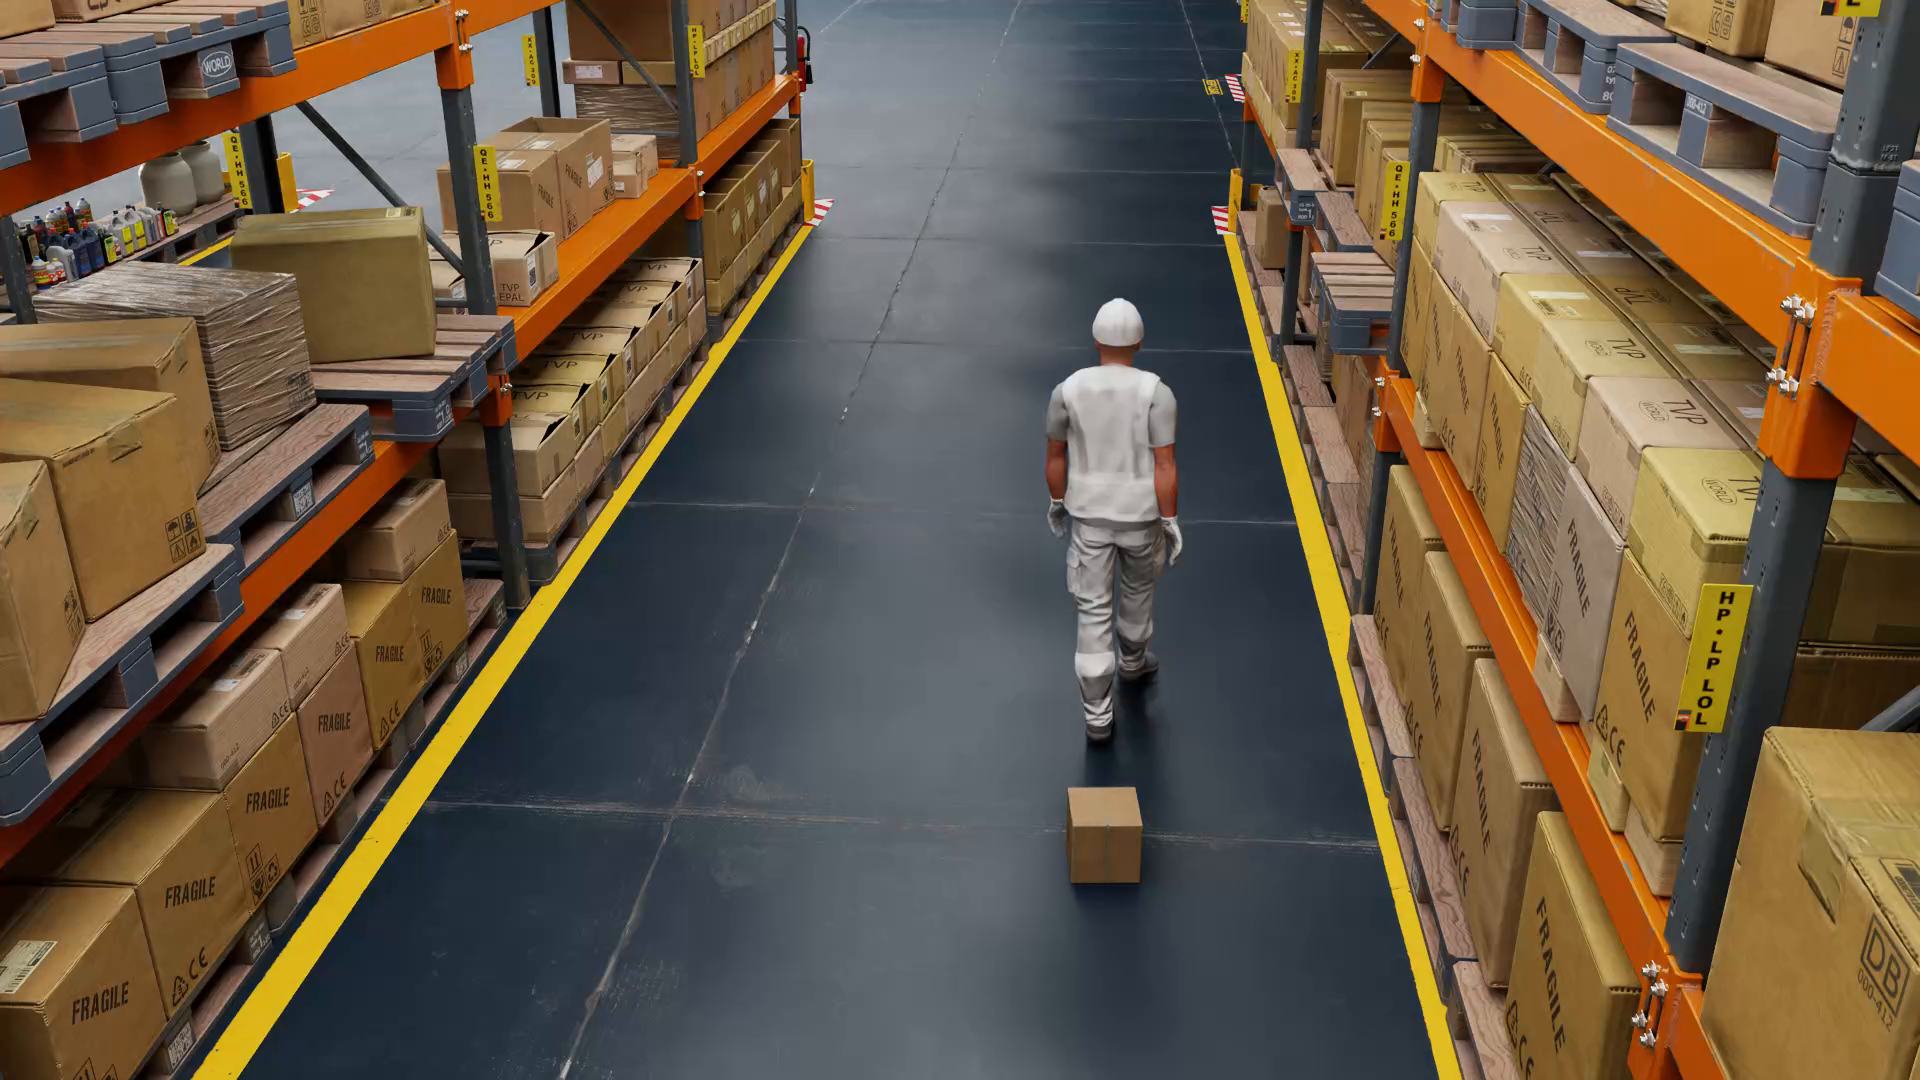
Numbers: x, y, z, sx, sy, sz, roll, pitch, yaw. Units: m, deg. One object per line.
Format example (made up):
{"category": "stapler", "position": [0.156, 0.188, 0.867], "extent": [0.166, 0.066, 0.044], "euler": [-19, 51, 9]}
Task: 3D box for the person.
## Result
{"category": "person", "position": [0.629, -0.111, 6.823], "extent": [0.577, 1.776, 0.825], "euler": [3, 25, 7]}
